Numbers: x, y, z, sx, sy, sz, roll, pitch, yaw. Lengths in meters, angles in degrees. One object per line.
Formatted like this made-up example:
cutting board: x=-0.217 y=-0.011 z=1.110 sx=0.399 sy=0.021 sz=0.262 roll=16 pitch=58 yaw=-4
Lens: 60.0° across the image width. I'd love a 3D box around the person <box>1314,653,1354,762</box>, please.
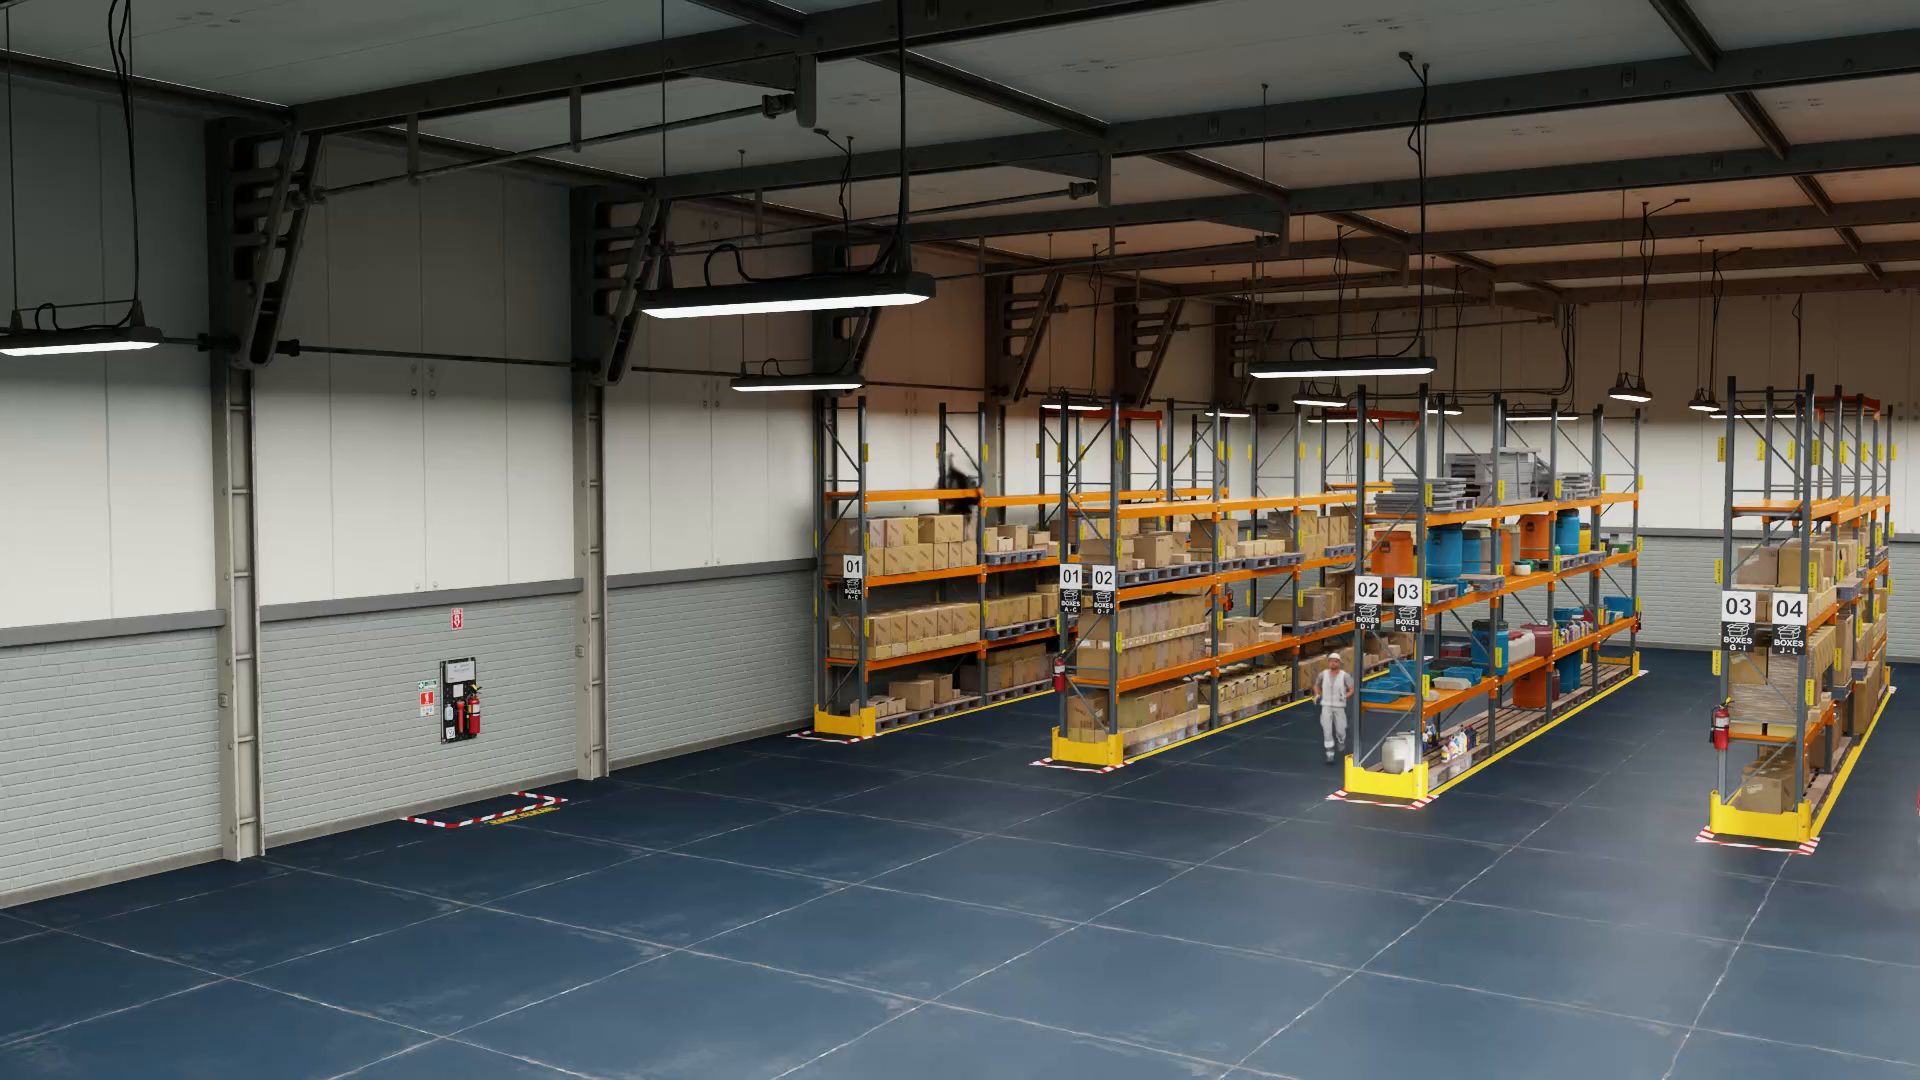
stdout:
person: x=6.072 y=2.710 z=27.027 sx=0.663 sy=1.748 sz=0.780 roll=1 pitch=3 yaw=20
